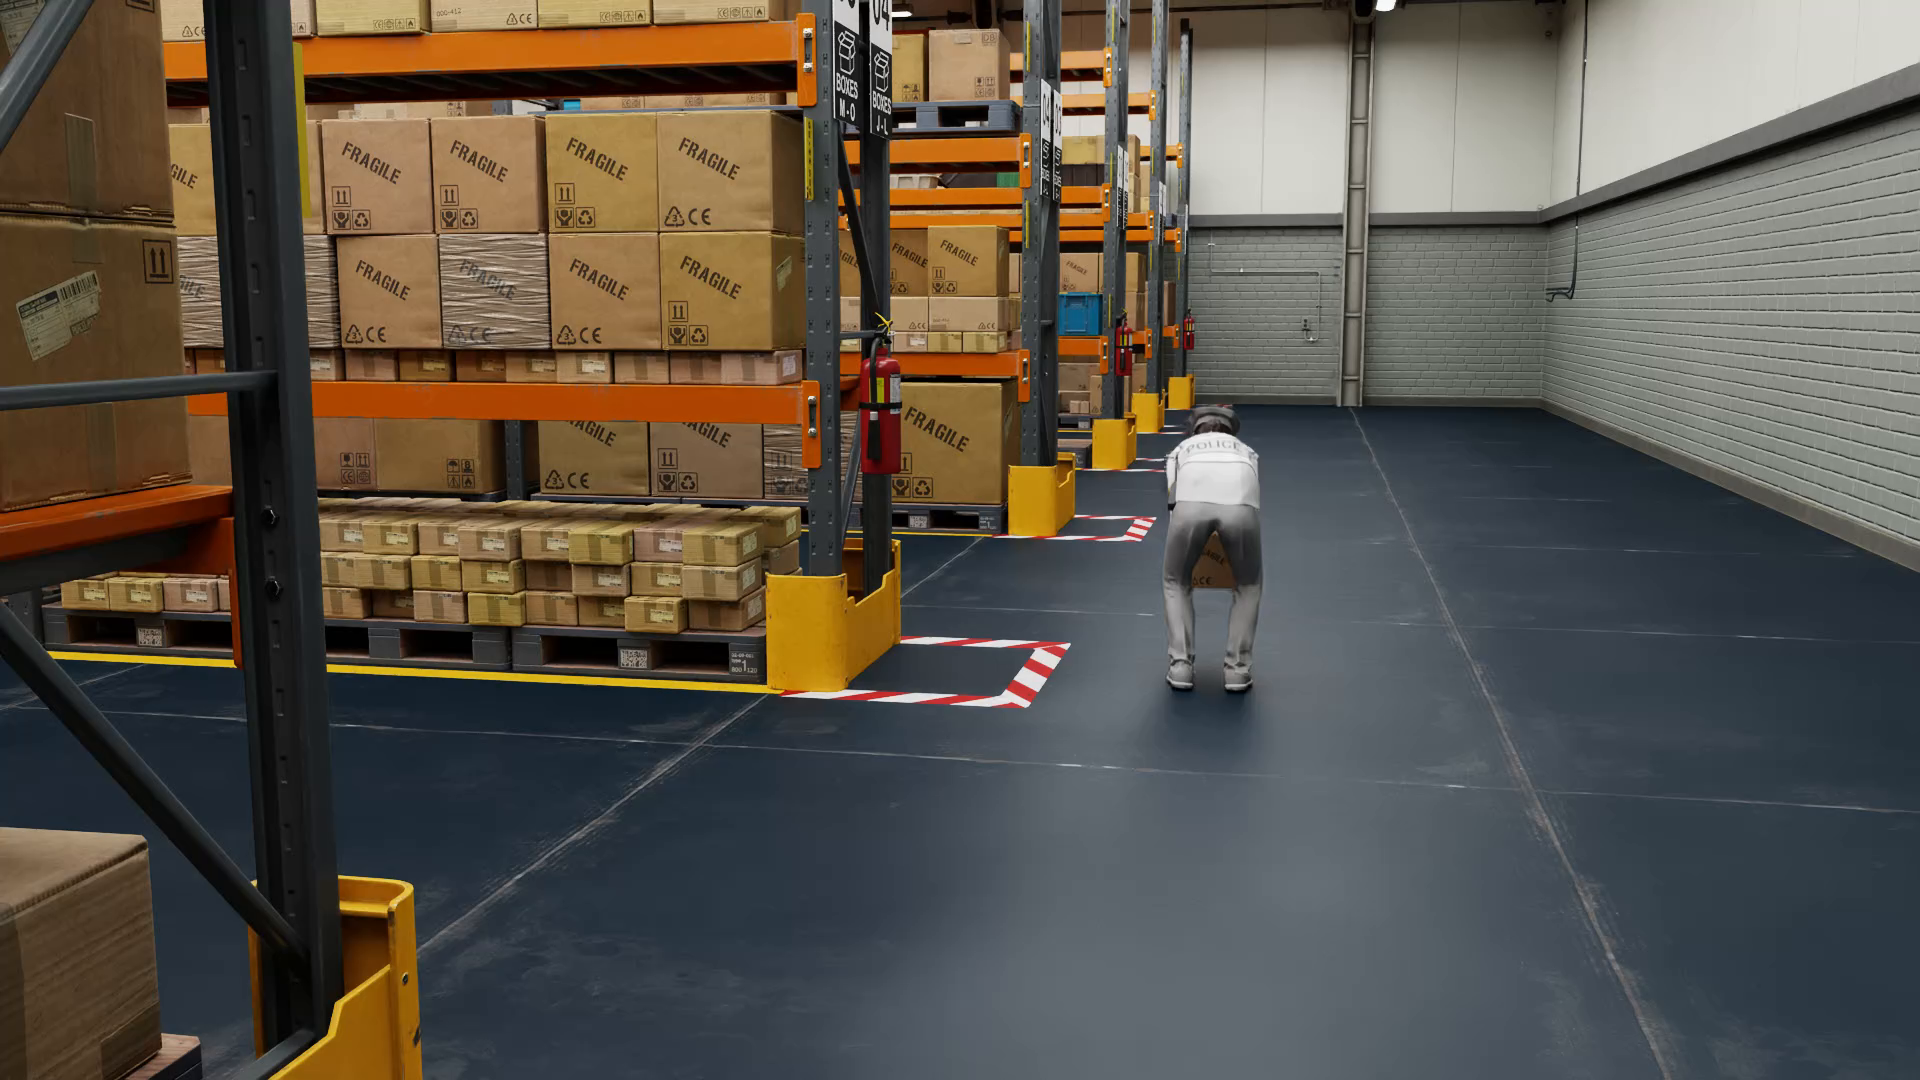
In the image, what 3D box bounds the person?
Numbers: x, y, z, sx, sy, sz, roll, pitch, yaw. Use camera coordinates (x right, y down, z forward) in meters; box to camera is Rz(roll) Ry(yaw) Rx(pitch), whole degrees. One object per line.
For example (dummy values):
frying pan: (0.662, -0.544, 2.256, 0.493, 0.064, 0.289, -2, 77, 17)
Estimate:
person: (1.120, 0.022, 7.357, 0.433, 1.192, 0.908, 1, 8, 9)
